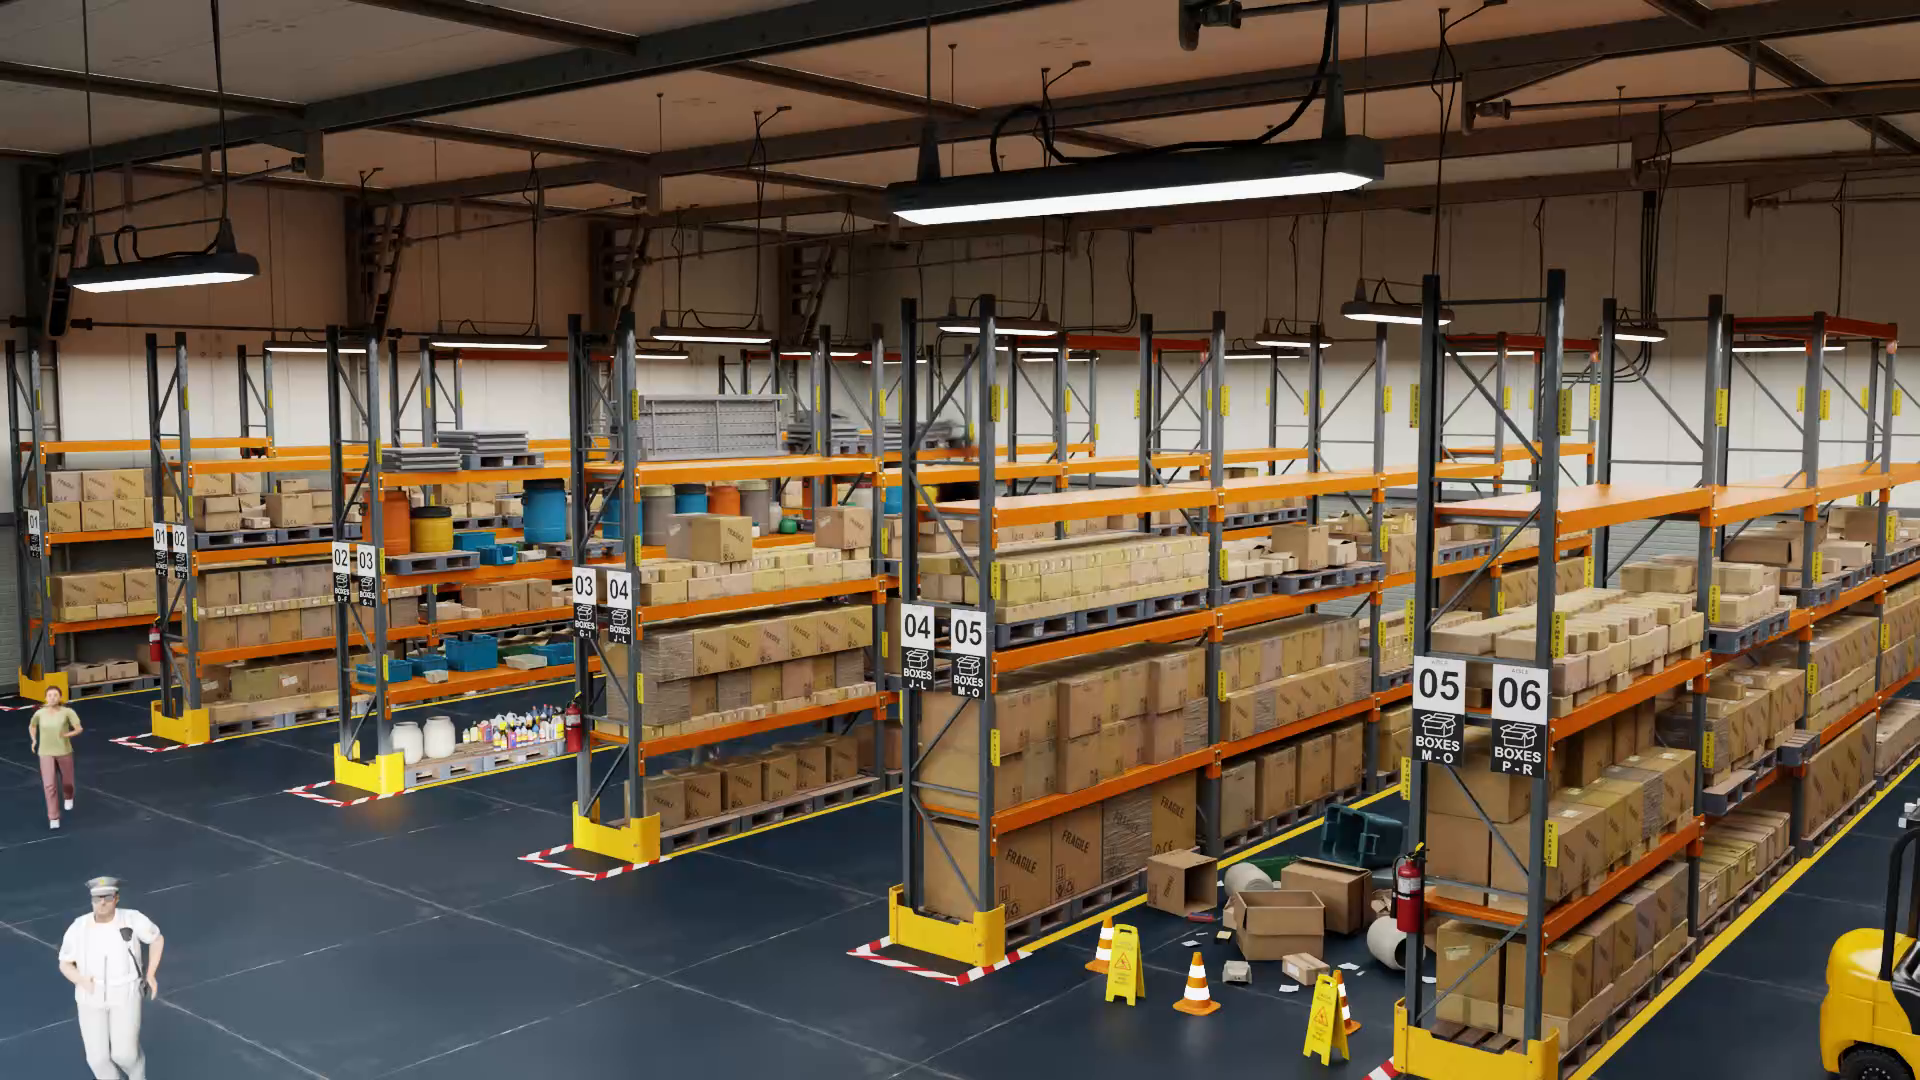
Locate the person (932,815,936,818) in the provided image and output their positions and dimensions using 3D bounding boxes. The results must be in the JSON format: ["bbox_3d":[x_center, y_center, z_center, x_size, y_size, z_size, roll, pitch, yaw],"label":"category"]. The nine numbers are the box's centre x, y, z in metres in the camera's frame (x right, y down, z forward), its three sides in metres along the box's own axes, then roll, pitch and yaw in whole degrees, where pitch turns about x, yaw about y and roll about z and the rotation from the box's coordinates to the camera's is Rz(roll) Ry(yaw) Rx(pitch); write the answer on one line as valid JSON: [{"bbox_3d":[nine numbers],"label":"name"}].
[{"bbox_3d":[-0.051,2.598,18.368,0.690,1.799,1.008,3,6,28],"label":"person"}]

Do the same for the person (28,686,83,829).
[{"bbox_3d":[-10.783,2.553,19.837,0.589,1.643,0.894,-2,6,-23],"label":"person"}]

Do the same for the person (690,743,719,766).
[{"bbox_3d":[-3.389,2.311,21.870,0.538,1.593,0.808,3,6,27],"label":"person"}]

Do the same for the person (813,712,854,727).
[{"bbox_3d":[-1.869,1.876,24.269,0.617,1.694,0.801,3,6,31],"label":"person"}]

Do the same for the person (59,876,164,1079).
[{"bbox_3d":[-6.030,3.237,11.748,0.603,1.743,0.597,-2,5,-18],"label":"person"}]
